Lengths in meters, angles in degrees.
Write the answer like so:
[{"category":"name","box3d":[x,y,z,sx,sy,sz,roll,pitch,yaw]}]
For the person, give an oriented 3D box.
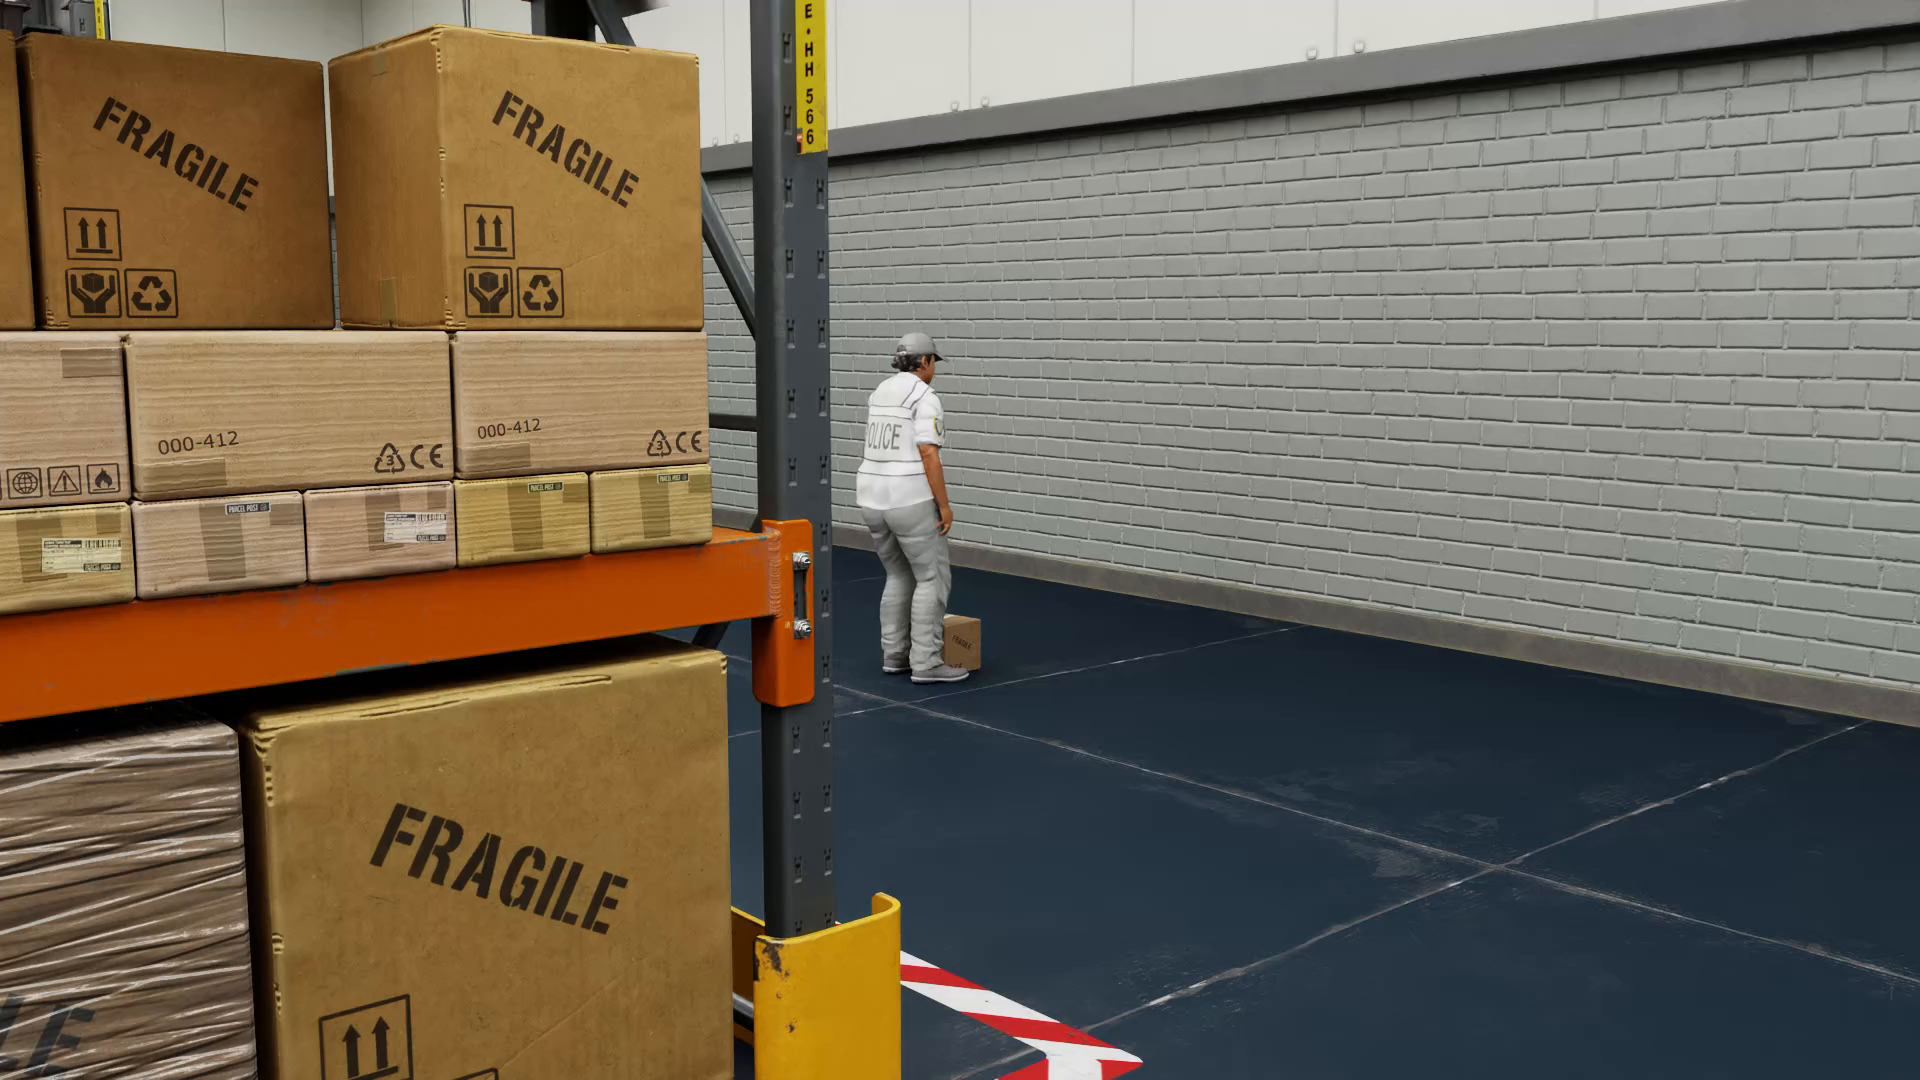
[{"category":"person","box3d":[-0.233,-0.165,8.009,0.465,1.666,0.538,-6,10,-40]}]
